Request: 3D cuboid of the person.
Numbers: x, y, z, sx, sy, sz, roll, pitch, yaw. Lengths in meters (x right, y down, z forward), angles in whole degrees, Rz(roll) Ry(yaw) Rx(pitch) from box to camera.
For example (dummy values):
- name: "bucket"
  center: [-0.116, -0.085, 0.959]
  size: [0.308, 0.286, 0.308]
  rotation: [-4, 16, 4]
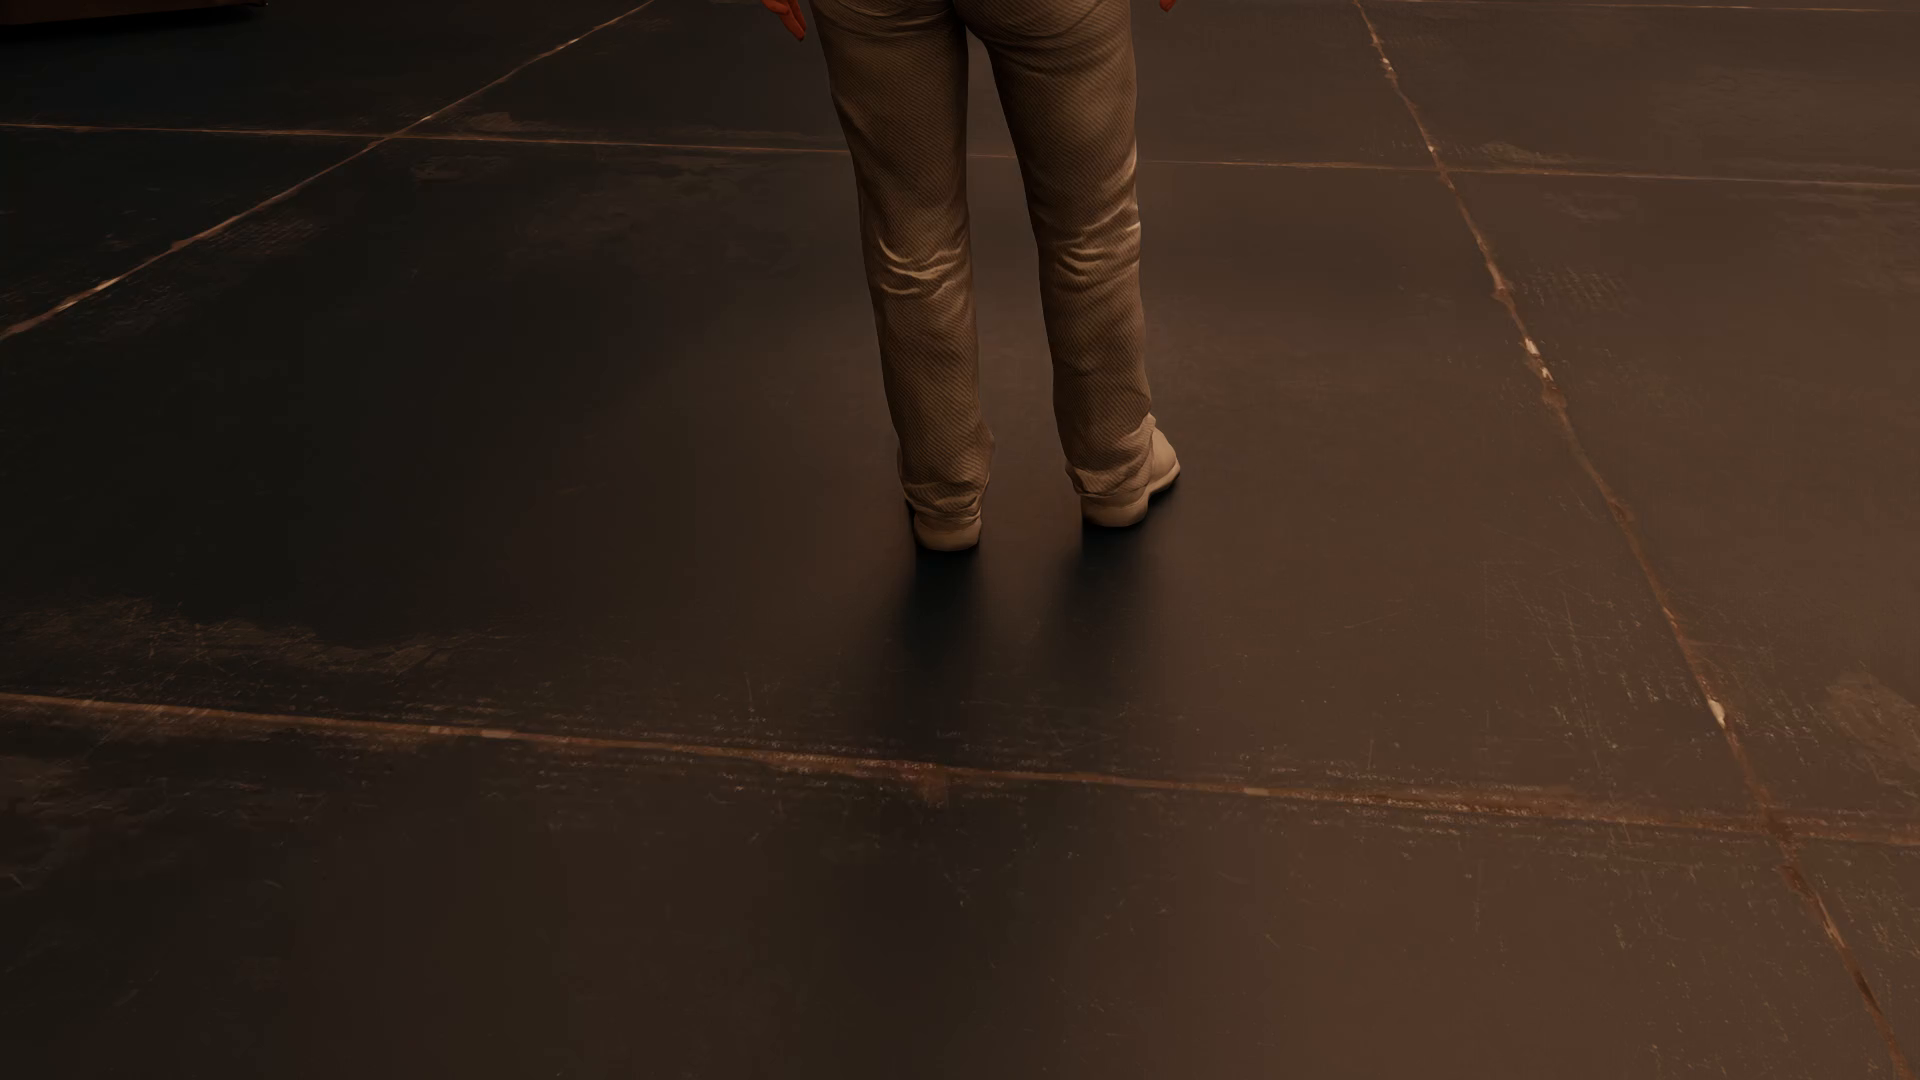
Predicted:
- name: "person"
  center: [0.016, -0.825, 2.156]
  size: [0.632, 1.768, 0.568]
  rotation: [3, 27, 7]

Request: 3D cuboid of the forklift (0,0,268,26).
- name: "forklift"
  center: [-4.063, -3.810, 6.854]
  size: [1.130, 2.935, 3.031]
  rotation: [-18, 32, -32]
